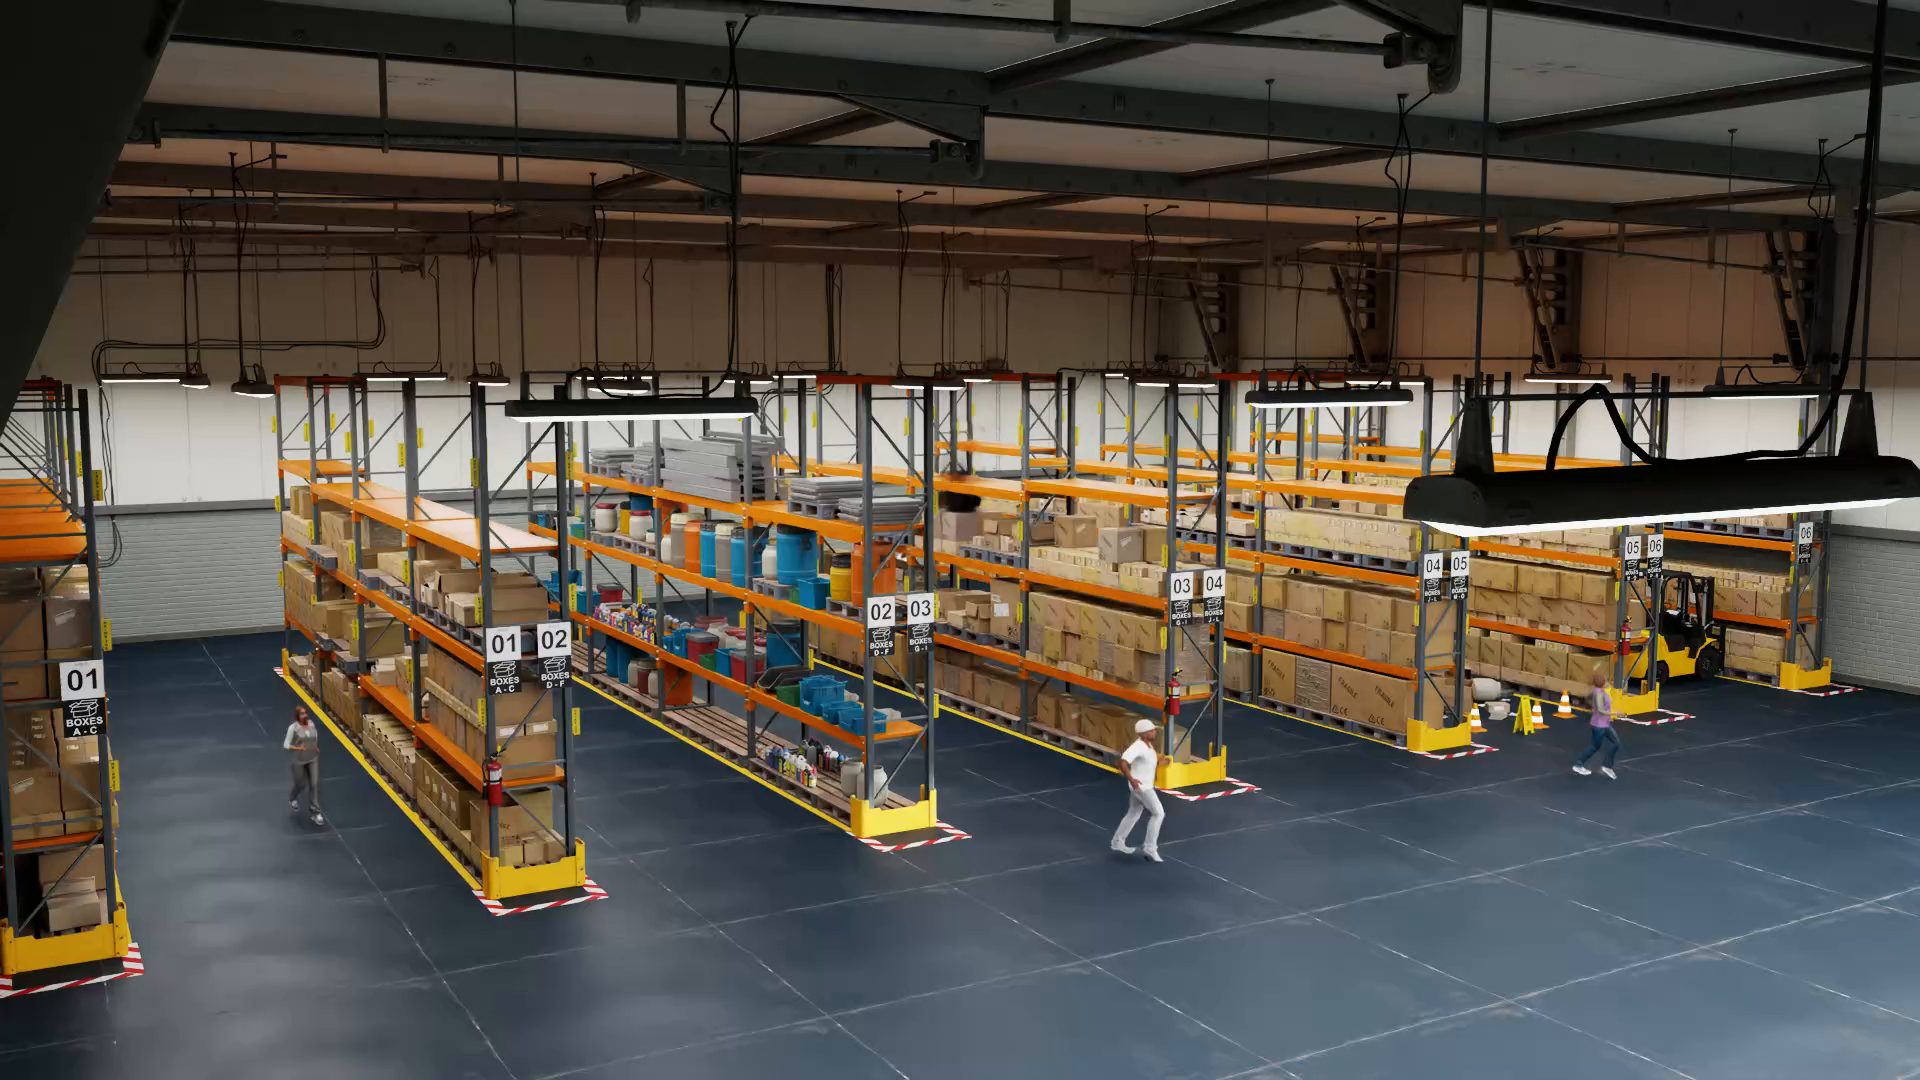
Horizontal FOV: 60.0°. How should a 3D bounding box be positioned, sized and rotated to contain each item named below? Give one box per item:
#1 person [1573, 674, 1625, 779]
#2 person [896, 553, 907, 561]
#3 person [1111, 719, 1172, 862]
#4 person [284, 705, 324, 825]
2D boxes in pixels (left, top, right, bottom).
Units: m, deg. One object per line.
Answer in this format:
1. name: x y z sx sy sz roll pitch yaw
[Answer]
1. person: 9.649 2.809 25.095 0.703 1.614 0.541 3 7 26
2. person: -1.434 0.960 41.239 0.706 1.740 0.756 6 8 42
3. person: 2.300 3.169 21.076 0.765 1.835 0.661 0 6 3
4. person: -8.969 3.039 22.723 0.540 1.597 0.879 -6 9 -44
